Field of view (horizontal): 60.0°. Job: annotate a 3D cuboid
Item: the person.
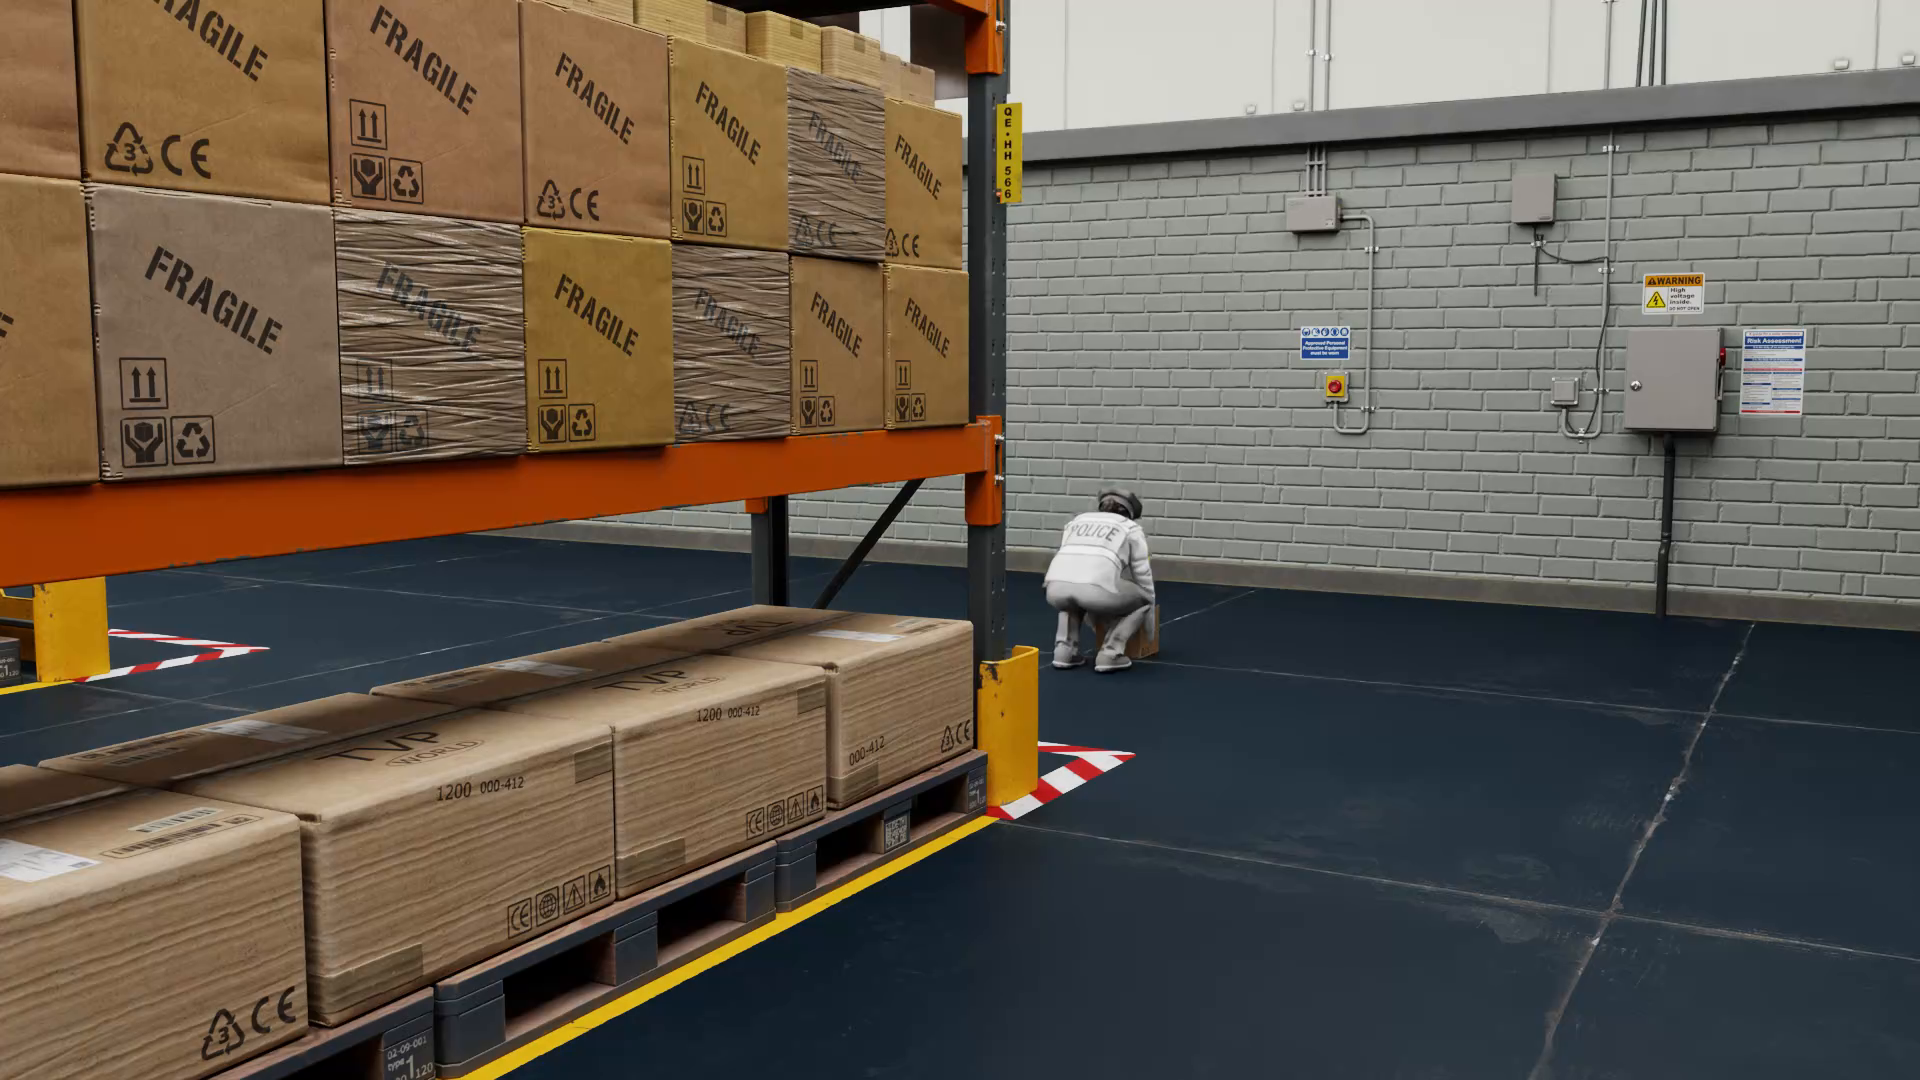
[{"bbox_3d":[0.708,0.192,8.344,0.483,0.875,0.856,3,7,29],"label":"person"}]
